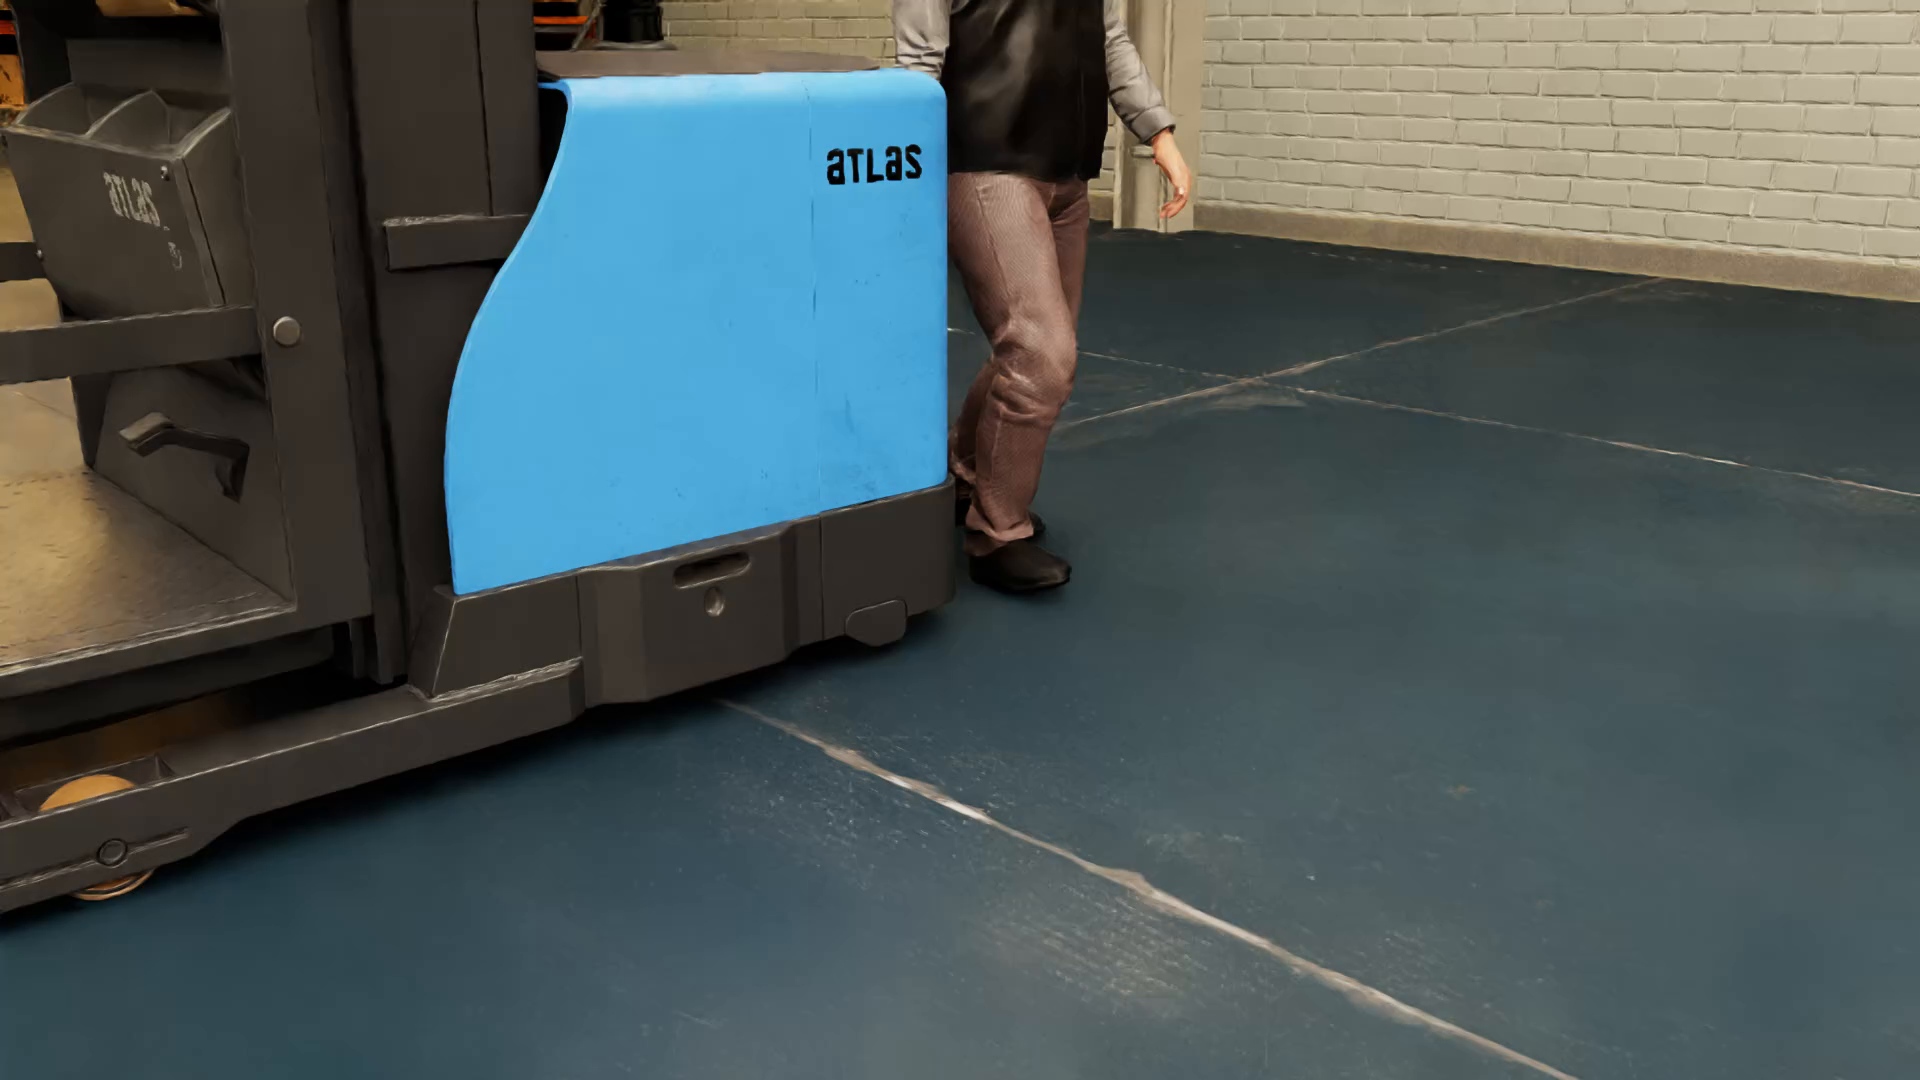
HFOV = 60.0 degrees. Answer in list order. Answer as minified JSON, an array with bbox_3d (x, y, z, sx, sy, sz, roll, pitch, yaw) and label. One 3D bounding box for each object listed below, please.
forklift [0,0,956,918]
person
[{"bbox_3d":[-1.450,-1.042,2.300,3.031,2.935,1.130,-14,22,-39],"label":"forklift"},{"bbox_3d":[0.103,-0.756,3.535,0.642,1.676,0.651,12,21,34],"label":"person"}]
